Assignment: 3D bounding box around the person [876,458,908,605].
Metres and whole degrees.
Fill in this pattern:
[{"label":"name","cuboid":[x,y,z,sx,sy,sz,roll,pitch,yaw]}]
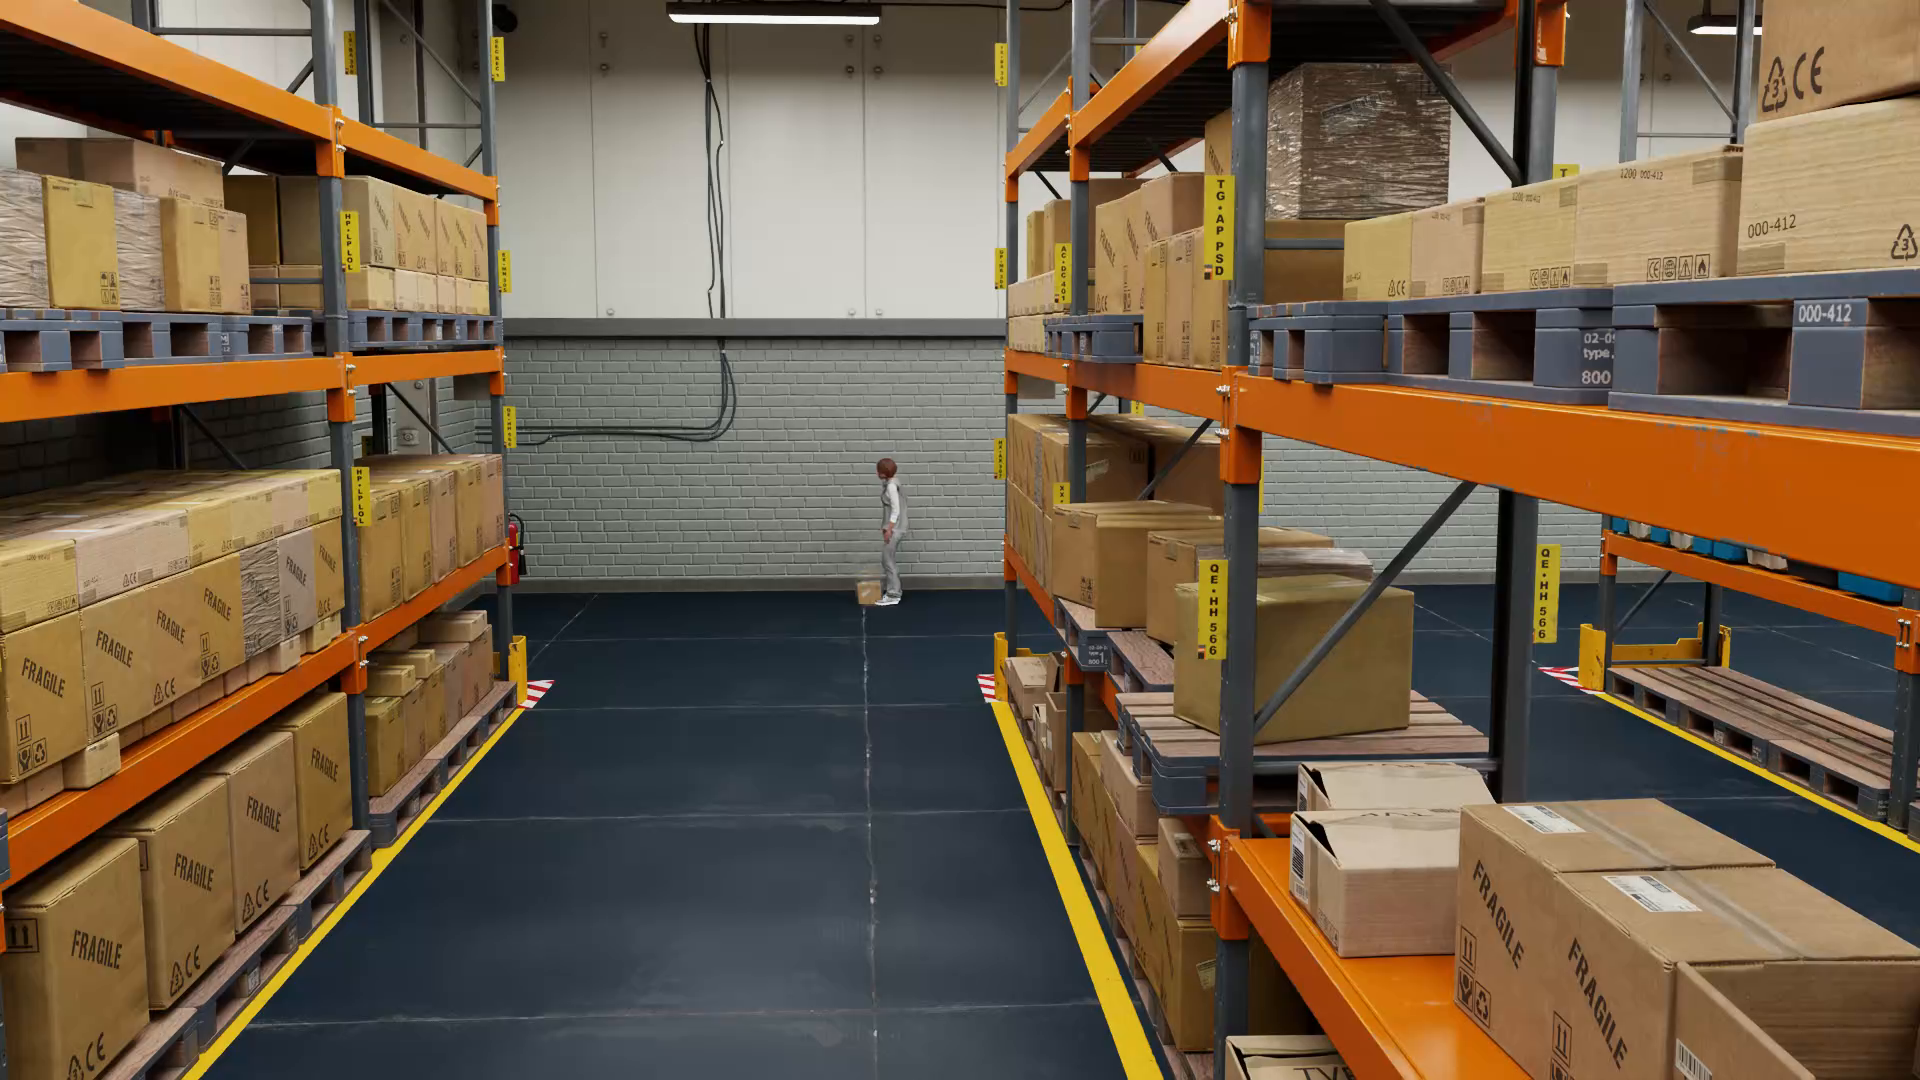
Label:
[{"label":"person","cuboid":[-0.759,-0.096,18.071,0.374,1.593,0.460,-1,7,-6]}]
